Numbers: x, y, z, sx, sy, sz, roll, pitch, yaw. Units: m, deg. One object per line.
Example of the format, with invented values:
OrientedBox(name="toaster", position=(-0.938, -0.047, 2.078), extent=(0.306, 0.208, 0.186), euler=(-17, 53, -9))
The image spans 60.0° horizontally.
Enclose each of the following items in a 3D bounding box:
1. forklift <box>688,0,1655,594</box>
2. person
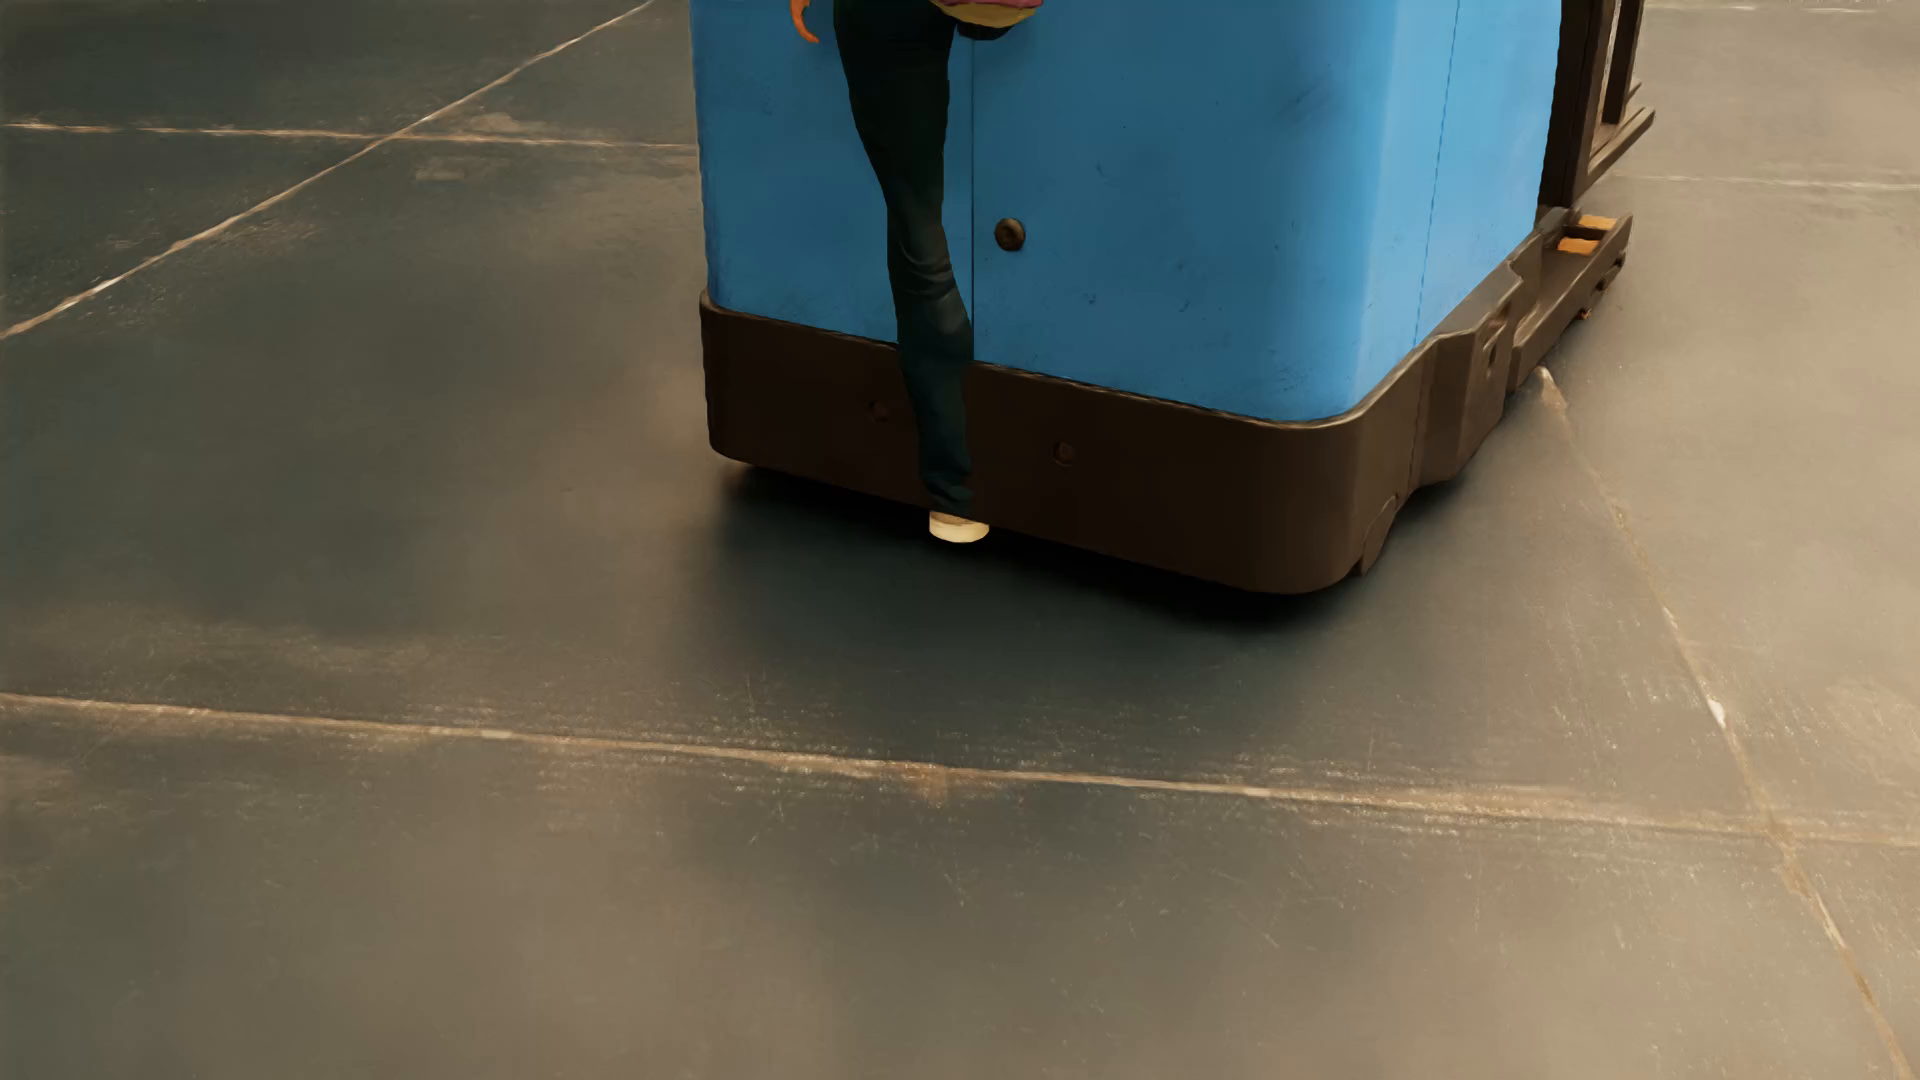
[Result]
OrientedBox(name="forklift", position=(0.781, -1.858, 2.942), extent=(1.130, 2.935, 3.031), euler=(15, 30, 27))
OrientedBox(name="person", position=(0.026, -0.762, 2.221), extent=(0.521, 1.598, 0.507), euler=(3, 27, 7))
